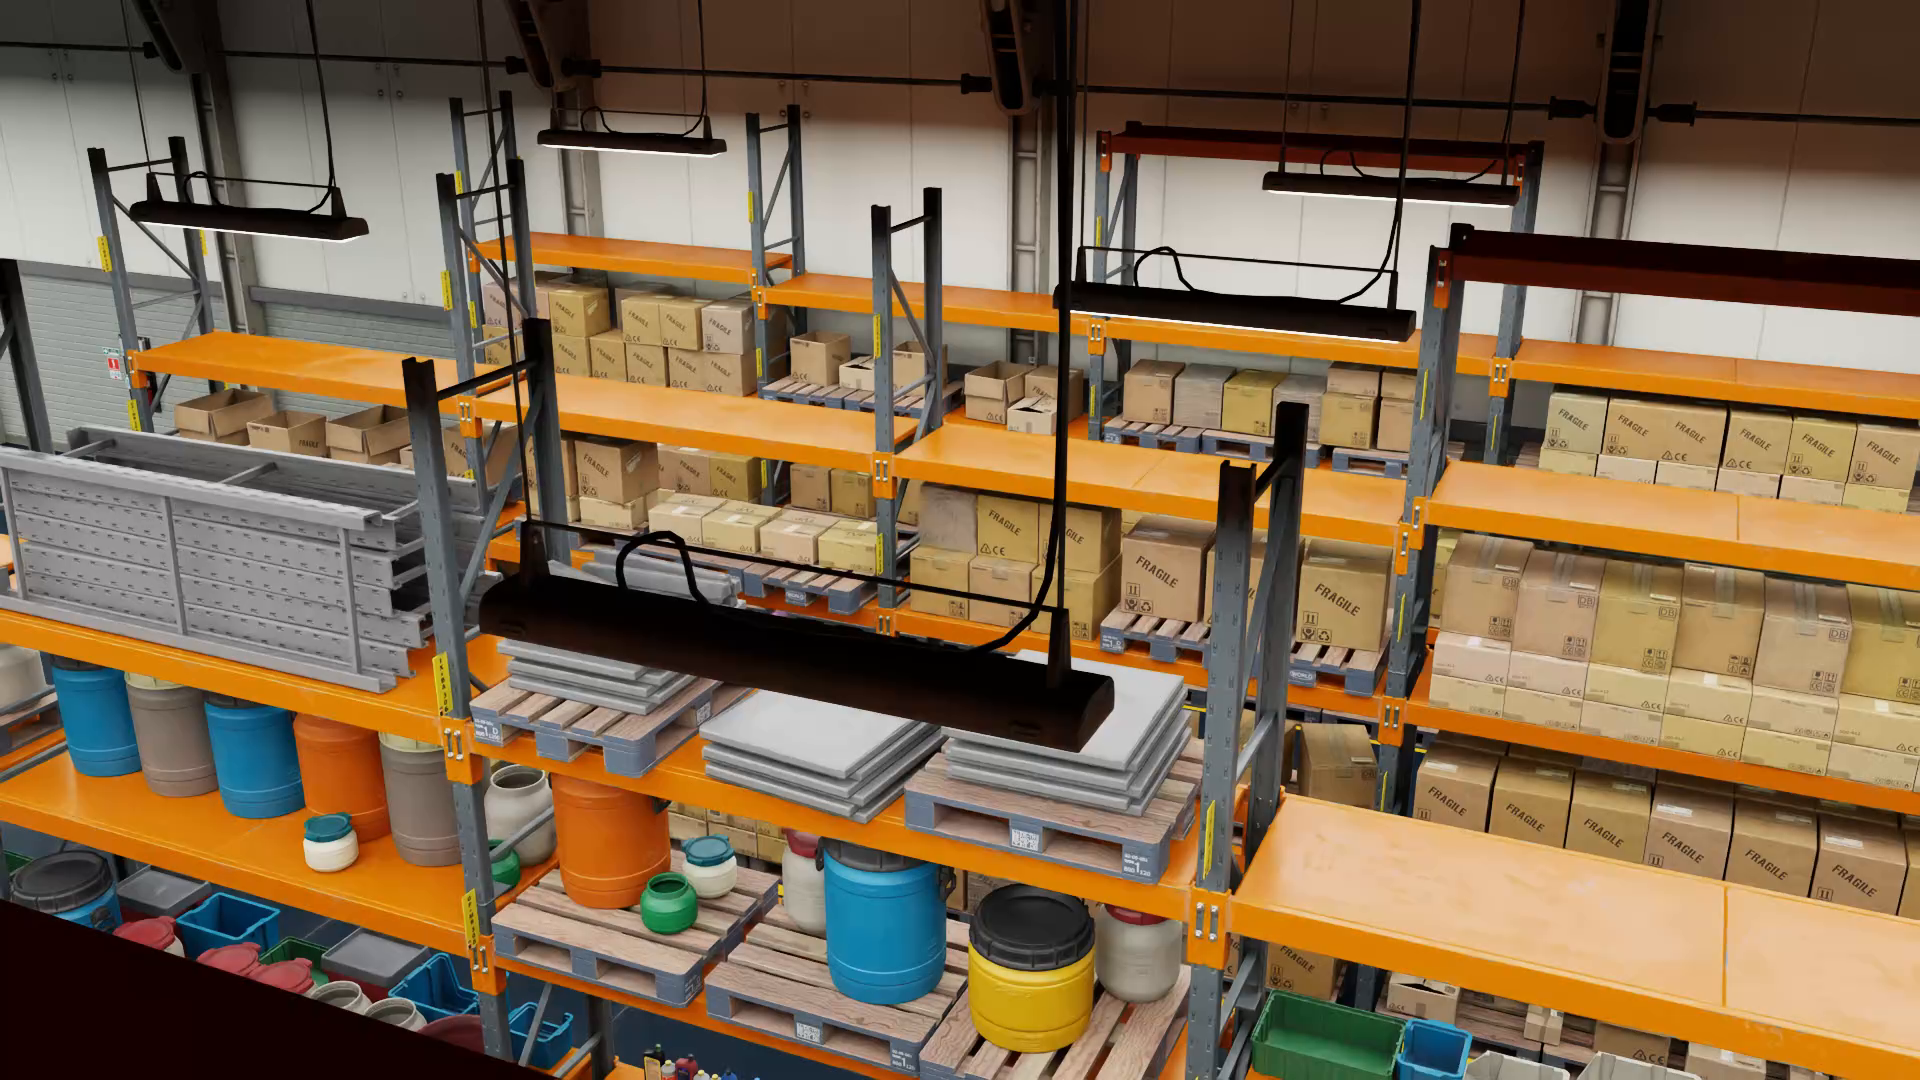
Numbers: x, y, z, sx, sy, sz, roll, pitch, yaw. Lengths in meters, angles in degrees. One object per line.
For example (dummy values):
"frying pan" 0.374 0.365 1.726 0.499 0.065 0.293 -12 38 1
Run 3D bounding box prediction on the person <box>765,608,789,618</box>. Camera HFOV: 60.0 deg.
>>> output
"person" -1.847 1.226 17.223 0.899 1.546 0.430 2 21 6
